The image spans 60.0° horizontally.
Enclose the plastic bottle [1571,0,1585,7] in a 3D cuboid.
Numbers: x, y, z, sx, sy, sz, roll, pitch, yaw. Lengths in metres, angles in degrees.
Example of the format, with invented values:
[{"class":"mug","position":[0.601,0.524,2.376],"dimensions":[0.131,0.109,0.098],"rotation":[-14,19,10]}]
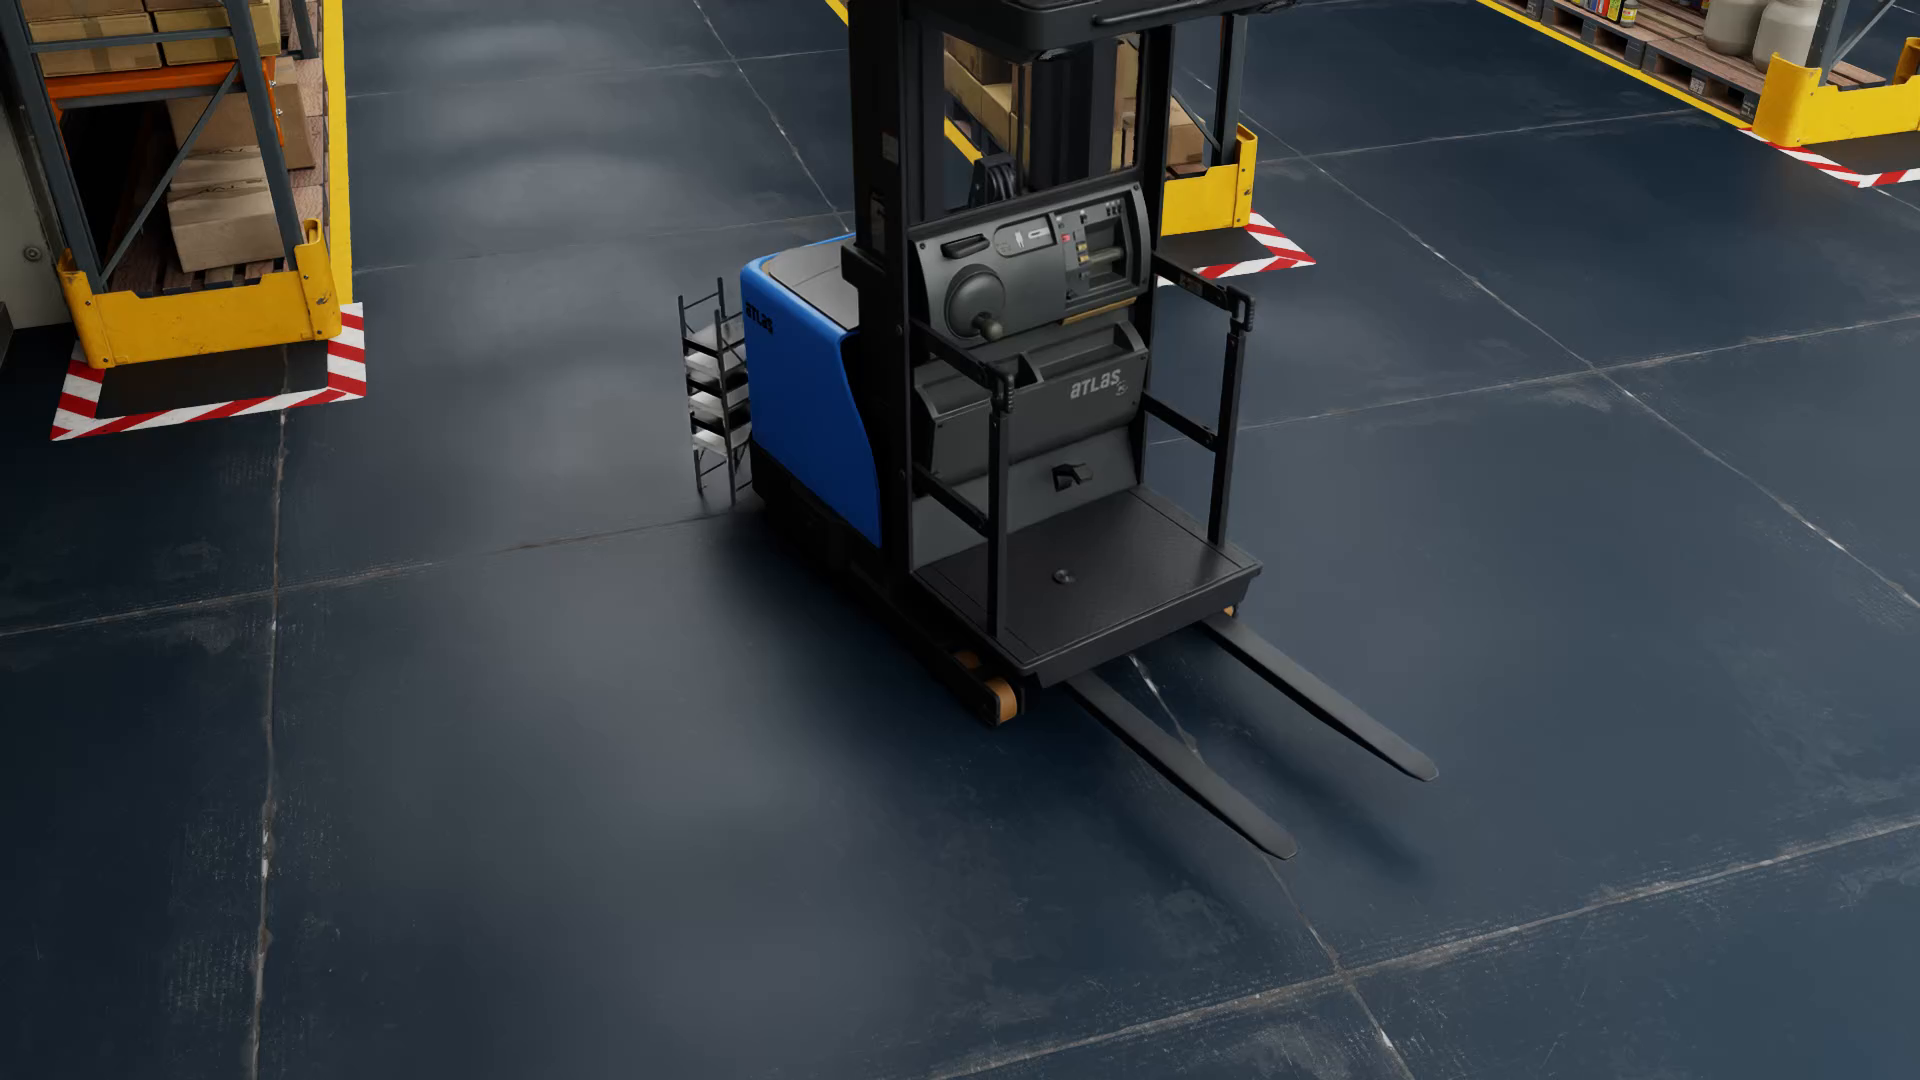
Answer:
[{"class":"plastic bottle","position":[4.645,-4.144,12.305],"dimensions":[0.144,0.351,0.185],"rotation":[-9,34,-13]}]

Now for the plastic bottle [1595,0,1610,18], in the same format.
[{"class":"plastic bottle","position":[4.741,-3.954,12.085],"dimensions":[0.152,0.276,0.135],"rotation":[-10,35,-14]}]

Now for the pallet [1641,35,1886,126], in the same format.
[{"class":"pallet","position":[5.459,-3.175,11.364],"dimensions":[1.003,0.211,1.213],"rotation":[-10,35,-15]}]

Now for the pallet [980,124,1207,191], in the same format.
[{"class":"pallet","position":[0.778,-2.280,10.008],"dimensions":[1.003,0.211,1.213],"rotation":[-10,35,-15]}]

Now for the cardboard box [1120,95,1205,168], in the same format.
[{"class":"cardboard box","position":[1.100,-2.395,9.767],"dimensions":[0.500,0.250,0.500],"rotation":[-10,35,-15]}]

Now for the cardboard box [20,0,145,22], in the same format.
[{"class":"cardboard box","position":[-4.011,-2.684,7.528],"dimensions":[0.500,0.500,0.500],"rotation":[-10,35,-15]}]

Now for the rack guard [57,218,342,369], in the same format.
[{"class":"rack guard","position":[-3.688,-1.210,8.128],"dimensions":[1.175,0.500,0.348],"rotation":[-10,35,-15]}]

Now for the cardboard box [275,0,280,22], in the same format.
[{"class":"cardboard box","position":[-3.684,-2.739,8.292],"dimensions":[0.500,0.250,0.500],"rotation":[-11,35,-16]}]

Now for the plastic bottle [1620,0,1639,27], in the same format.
[{"class":"plastic bottle","position":[4.792,-3.786,11.898],"dimensions":[0.097,0.201,0.097],"rotation":[0,33,0]}]

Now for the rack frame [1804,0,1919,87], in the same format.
[{"class":"rack frame","position":[5.770,-3.879,9.900],"dimensions":[1.000,3.000,0.127],"rotation":[-10,35,-15]}]

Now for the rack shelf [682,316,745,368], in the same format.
[{"class":"rack shelf","position":[-0.960,-0.802,6.718],"dimensions":[0.200,0.077,0.258],"rotation":[23,40,31]}]

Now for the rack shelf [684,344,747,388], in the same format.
[{"class":"rack shelf","position":[-0.960,-0.727,6.767],"dimensions":[0.200,0.077,0.258],"rotation":[23,40,31]}]

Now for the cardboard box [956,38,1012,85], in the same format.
[{"class":"cardboard box","position":[0.285,-3.143,10.219],"dimensions":[0.500,0.500,0.500],"rotation":[-10,35,-15]}]

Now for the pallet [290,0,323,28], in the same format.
[{"class":"pallet","position":[-5.500,-4.200,12.915],"dimensions":[1.003,0.211,1.213],"rotation":[-10,35,-15]}]

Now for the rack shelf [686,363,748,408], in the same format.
[{"class":"rack shelf","position":[-0.960,-0.652,6.817],"dimensions":[0.200,0.077,0.258],"rotation":[23,40,31]}]

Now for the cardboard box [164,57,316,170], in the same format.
[{"class":"cardboard box","position":[-4.141,-2.425,9.568],"dimensions":[0.700,0.500,0.500],"rotation":[-12,35,-18]}]

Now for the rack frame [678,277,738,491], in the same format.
[{"class":"rack frame","position":[-1.040,-0.639,6.901],"dimensions":[0.006,0.900,0.240],"rotation":[23,40,31]}]

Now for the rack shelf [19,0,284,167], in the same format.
[{"class":"rack shelf","position":[-4.275,-2.963,9.166],"dimensions":[1.077,0.370,4.000],"rotation":[-10,35,-15]}]

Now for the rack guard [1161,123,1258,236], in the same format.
[{"class":"rack guard","position":[1.059,-1.993,9.313],"dimensions":[1.175,0.500,0.348],"rotation":[-10,35,-15]}]

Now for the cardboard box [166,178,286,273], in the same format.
[{"class":"cardboard box","position":[-3.790,-1.654,8.571],"dimensions":[0.500,0.311,0.500],"rotation":[-14,36,-20]}]

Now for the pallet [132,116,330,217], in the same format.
[{"class":"pallet","position":[-4.271,-2.162,9.830],"dimensions":[1.003,0.211,1.213],"rotation":[-10,35,-15]}]

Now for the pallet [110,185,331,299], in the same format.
[{"class":"pallet","position":[-3.902,-1.522,8.862],"dimensions":[1.003,0.211,1.213],"rotation":[-10,35,-15]}]

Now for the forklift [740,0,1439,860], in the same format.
[{"class":"forklift","position":[0.379,-0.884,5.429],"dimensions":[1.130,2.935,3.031],"rotation":[-21,39,-28]}]

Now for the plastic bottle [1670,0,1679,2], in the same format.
[{"class":"plastic bottle","position":[5.378,-4.161,12.403],"dimensions":[0.097,0.271,0.097],"rotation":[0,33,0]}]

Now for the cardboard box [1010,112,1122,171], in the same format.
[{"class":"cardboard box","position":[0.606,-2.308,9.636],"dimensions":[0.500,0.250,0.500],"rotation":[-10,35,-15]}]

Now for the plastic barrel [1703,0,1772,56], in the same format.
[{"class":"plastic barrel","position":[5.343,-3.613,11.372],"dimensions":[0.421,0.512,0.421],"rotation":[0,33,0]}]

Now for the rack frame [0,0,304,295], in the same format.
[{"class":"rack frame","position":[-3.665,-2.213,7.379],"dimensions":[1.000,3.000,0.127],"rotation":[-10,35,-15]}]

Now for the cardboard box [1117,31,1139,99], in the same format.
[{"class":"cardboard box","position":[0.945,-2.970,9.957],"dimensions":[0.500,0.500,0.500],"rotation":[-10,35,-15]}]

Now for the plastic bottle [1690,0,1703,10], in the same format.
[{"class":"plastic bottle","position":[5.462,-4.056,12.232],"dimensions":[0.061,0.283,0.133],"rotation":[-9,35,-14]}]

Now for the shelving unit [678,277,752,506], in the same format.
[{"class":"shelving unit","position":[-0.960,-0.604,6.848],"dimensions":[0.210,0.900,0.258],"rotation":[23,40,31]}]

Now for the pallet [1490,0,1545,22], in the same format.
[{"class":"pallet","position":[4.715,-4.457,13.303],"dimensions":[1.003,0.211,1.213],"rotation":[-10,35,-15]}]

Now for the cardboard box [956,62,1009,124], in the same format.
[{"class":"cardboard box","position":[0.288,-2.831,10.427],"dimensions":[0.500,0.250,0.500],"rotation":[-10,35,-15]}]
